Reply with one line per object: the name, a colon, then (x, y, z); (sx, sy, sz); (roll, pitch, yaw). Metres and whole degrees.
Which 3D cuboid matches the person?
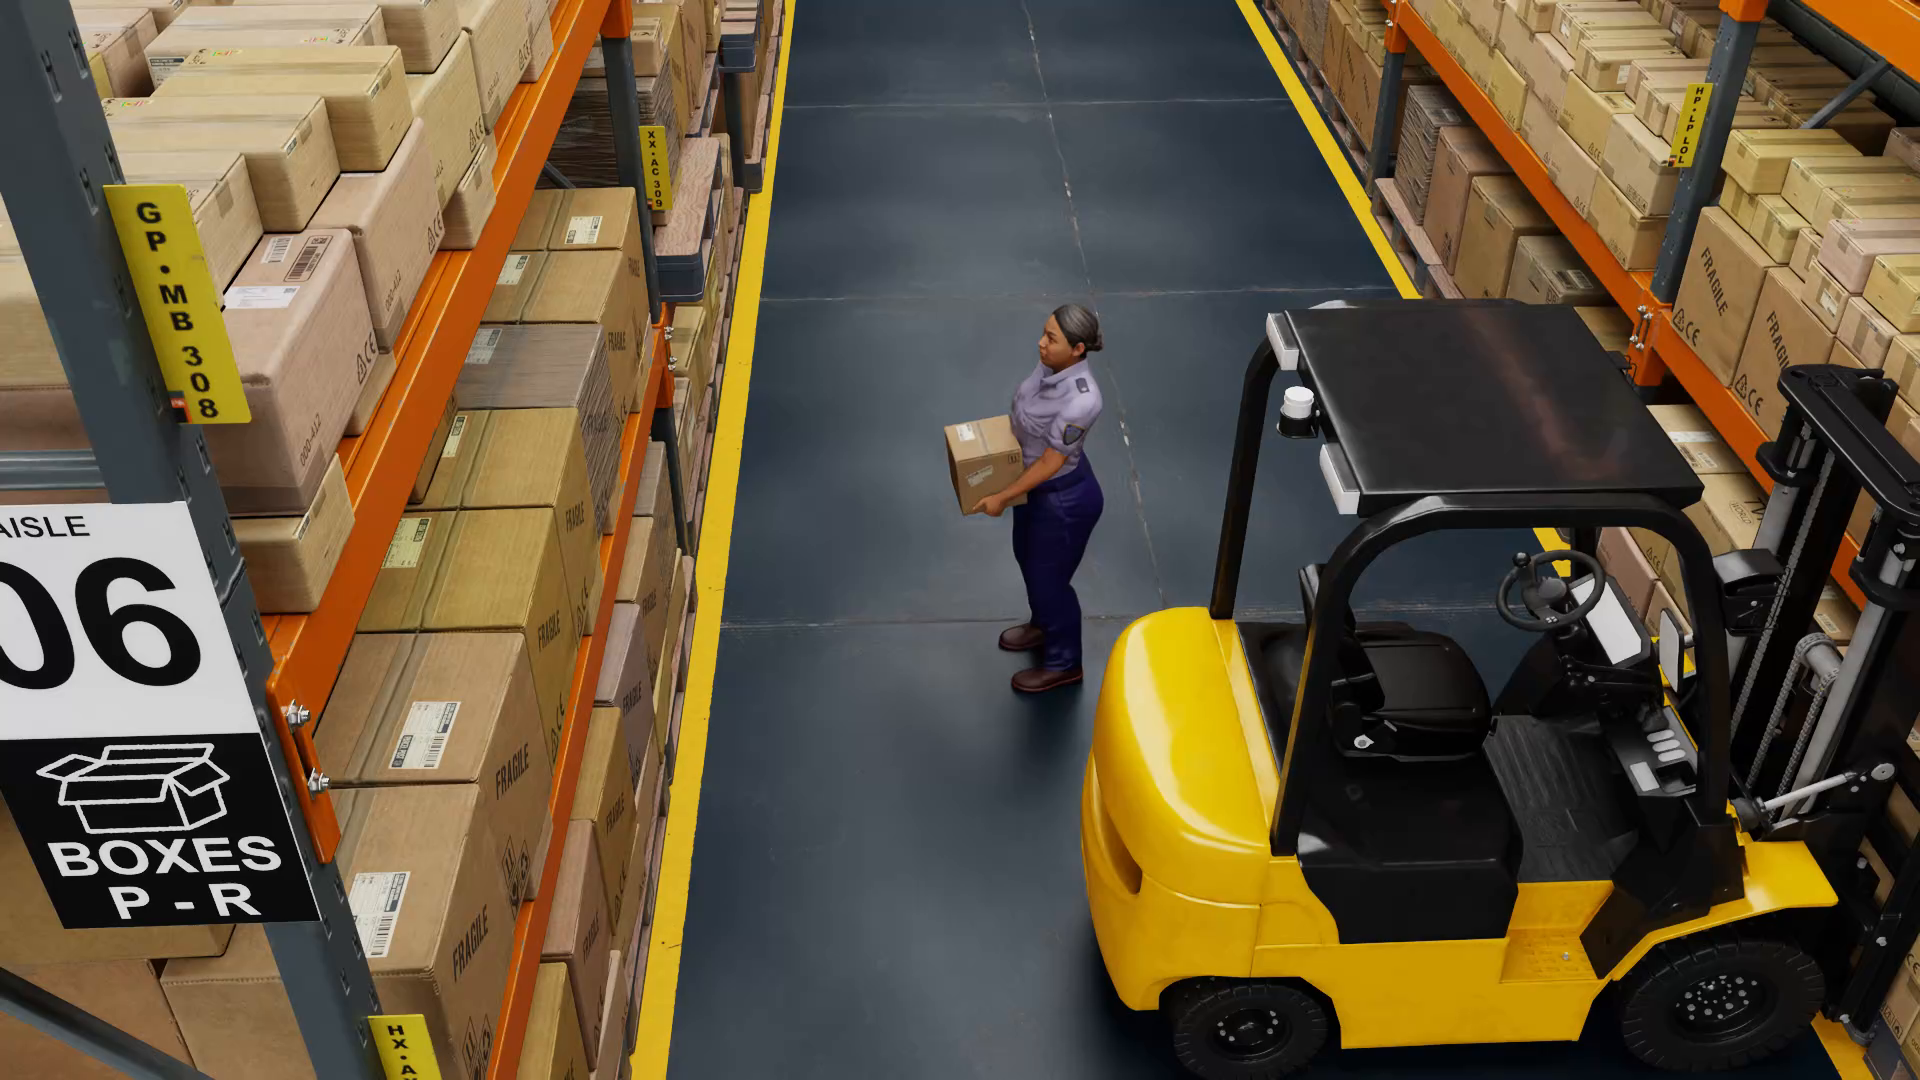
person: (0.279, -0.153, 6.399); (0.516, 1.625, 0.451); (-6, 36, -8)
